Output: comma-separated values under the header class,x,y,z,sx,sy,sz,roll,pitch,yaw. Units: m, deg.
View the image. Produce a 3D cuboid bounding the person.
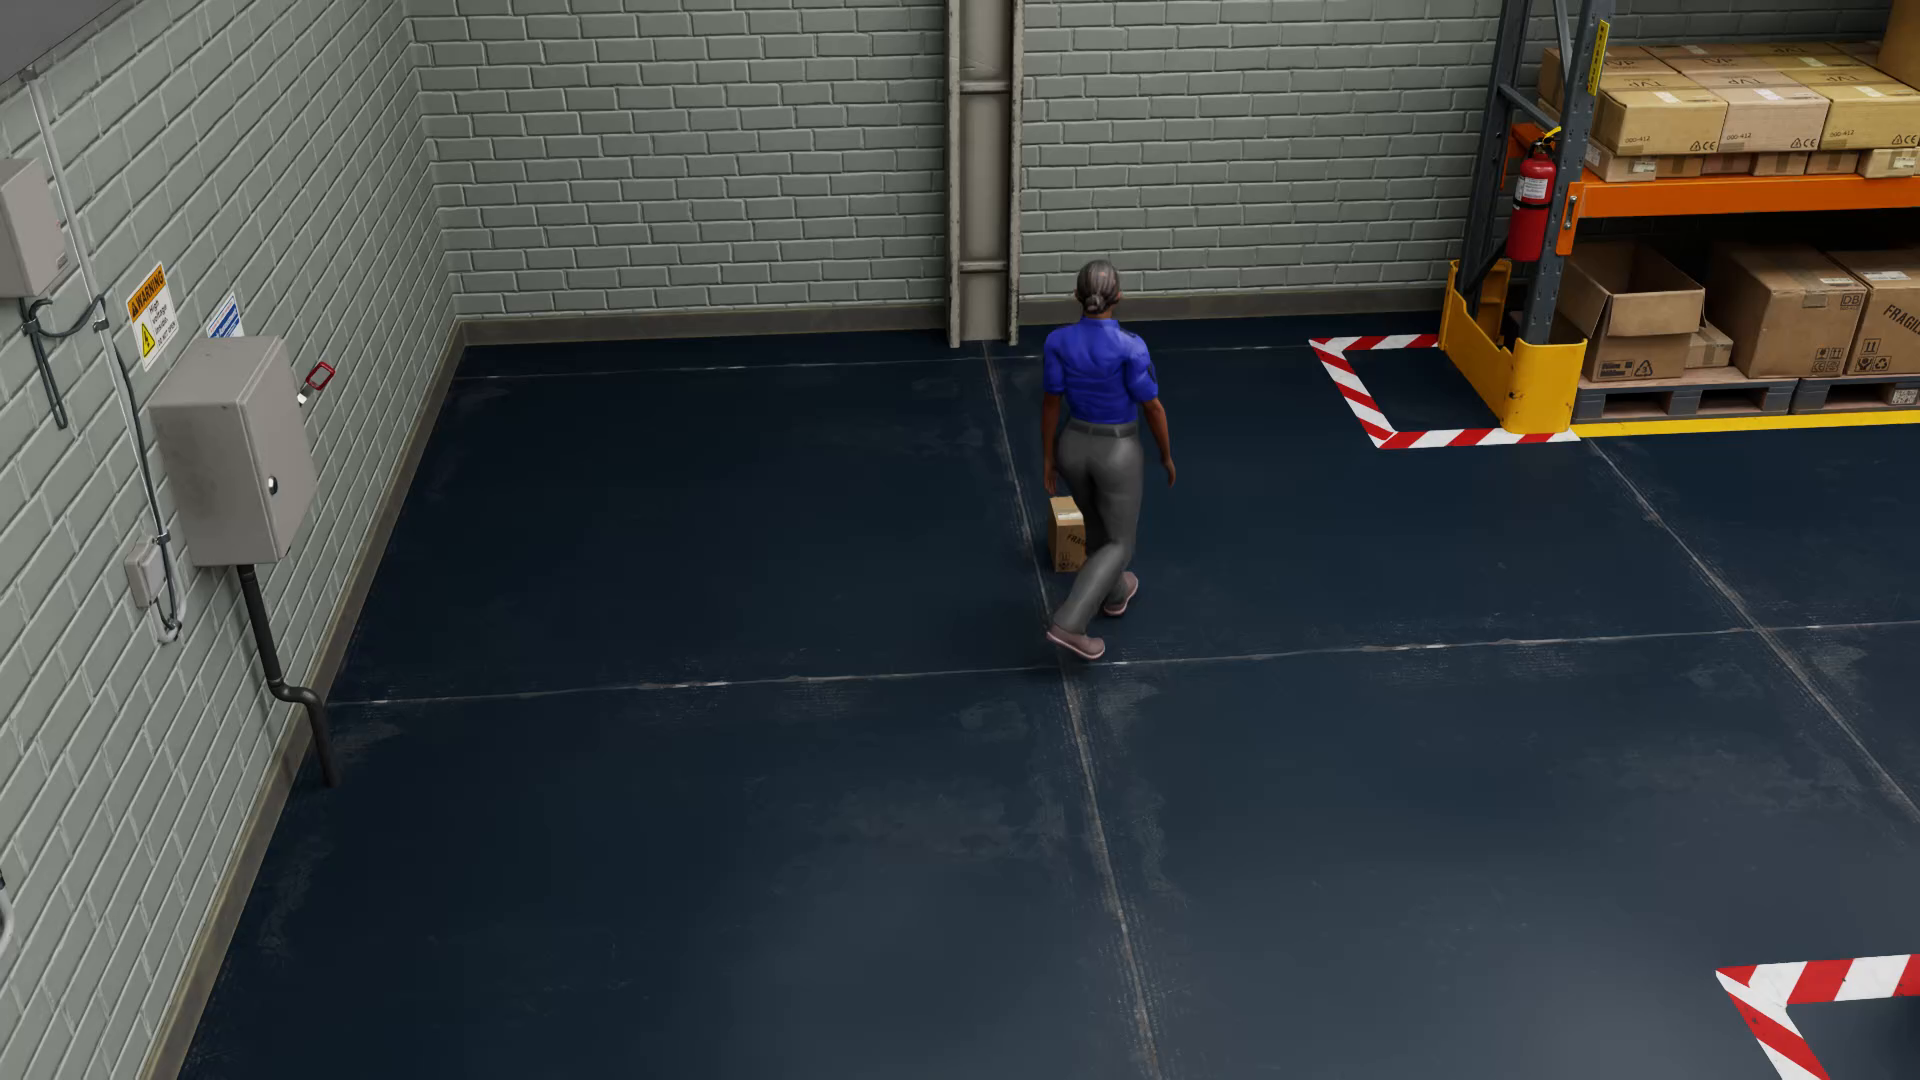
class,x,y,z,sx,sy,sz,roll,pitch,yaw
person,0.564,-0.314,6.648,0.532,1.632,0.846,16,35,24
